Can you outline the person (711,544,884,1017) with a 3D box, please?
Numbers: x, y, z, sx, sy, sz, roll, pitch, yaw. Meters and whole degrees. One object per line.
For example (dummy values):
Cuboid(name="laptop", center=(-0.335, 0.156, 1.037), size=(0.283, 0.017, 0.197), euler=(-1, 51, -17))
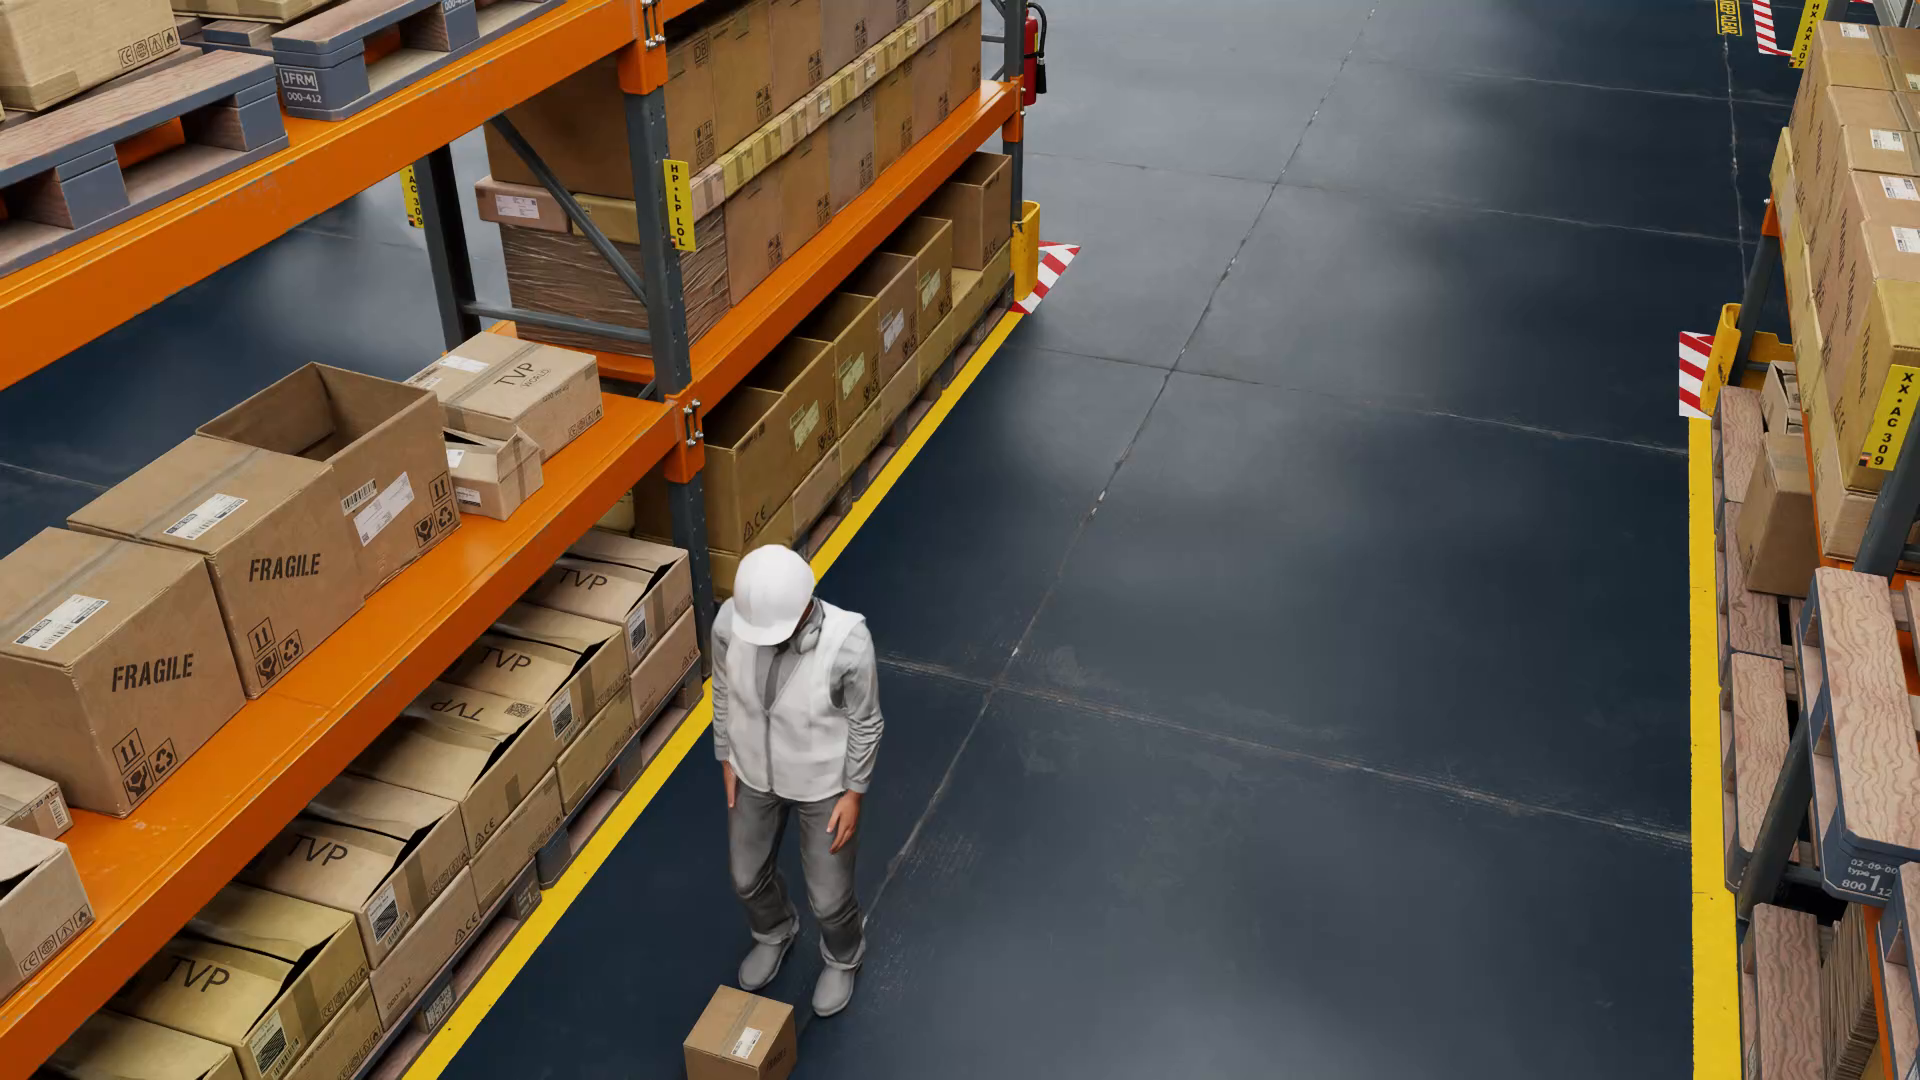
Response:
Cuboid(name="person", center=(-0.490, 0.716, 5.057), size=(0.552, 1.736, 0.442), euler=(12, 35, 18))
